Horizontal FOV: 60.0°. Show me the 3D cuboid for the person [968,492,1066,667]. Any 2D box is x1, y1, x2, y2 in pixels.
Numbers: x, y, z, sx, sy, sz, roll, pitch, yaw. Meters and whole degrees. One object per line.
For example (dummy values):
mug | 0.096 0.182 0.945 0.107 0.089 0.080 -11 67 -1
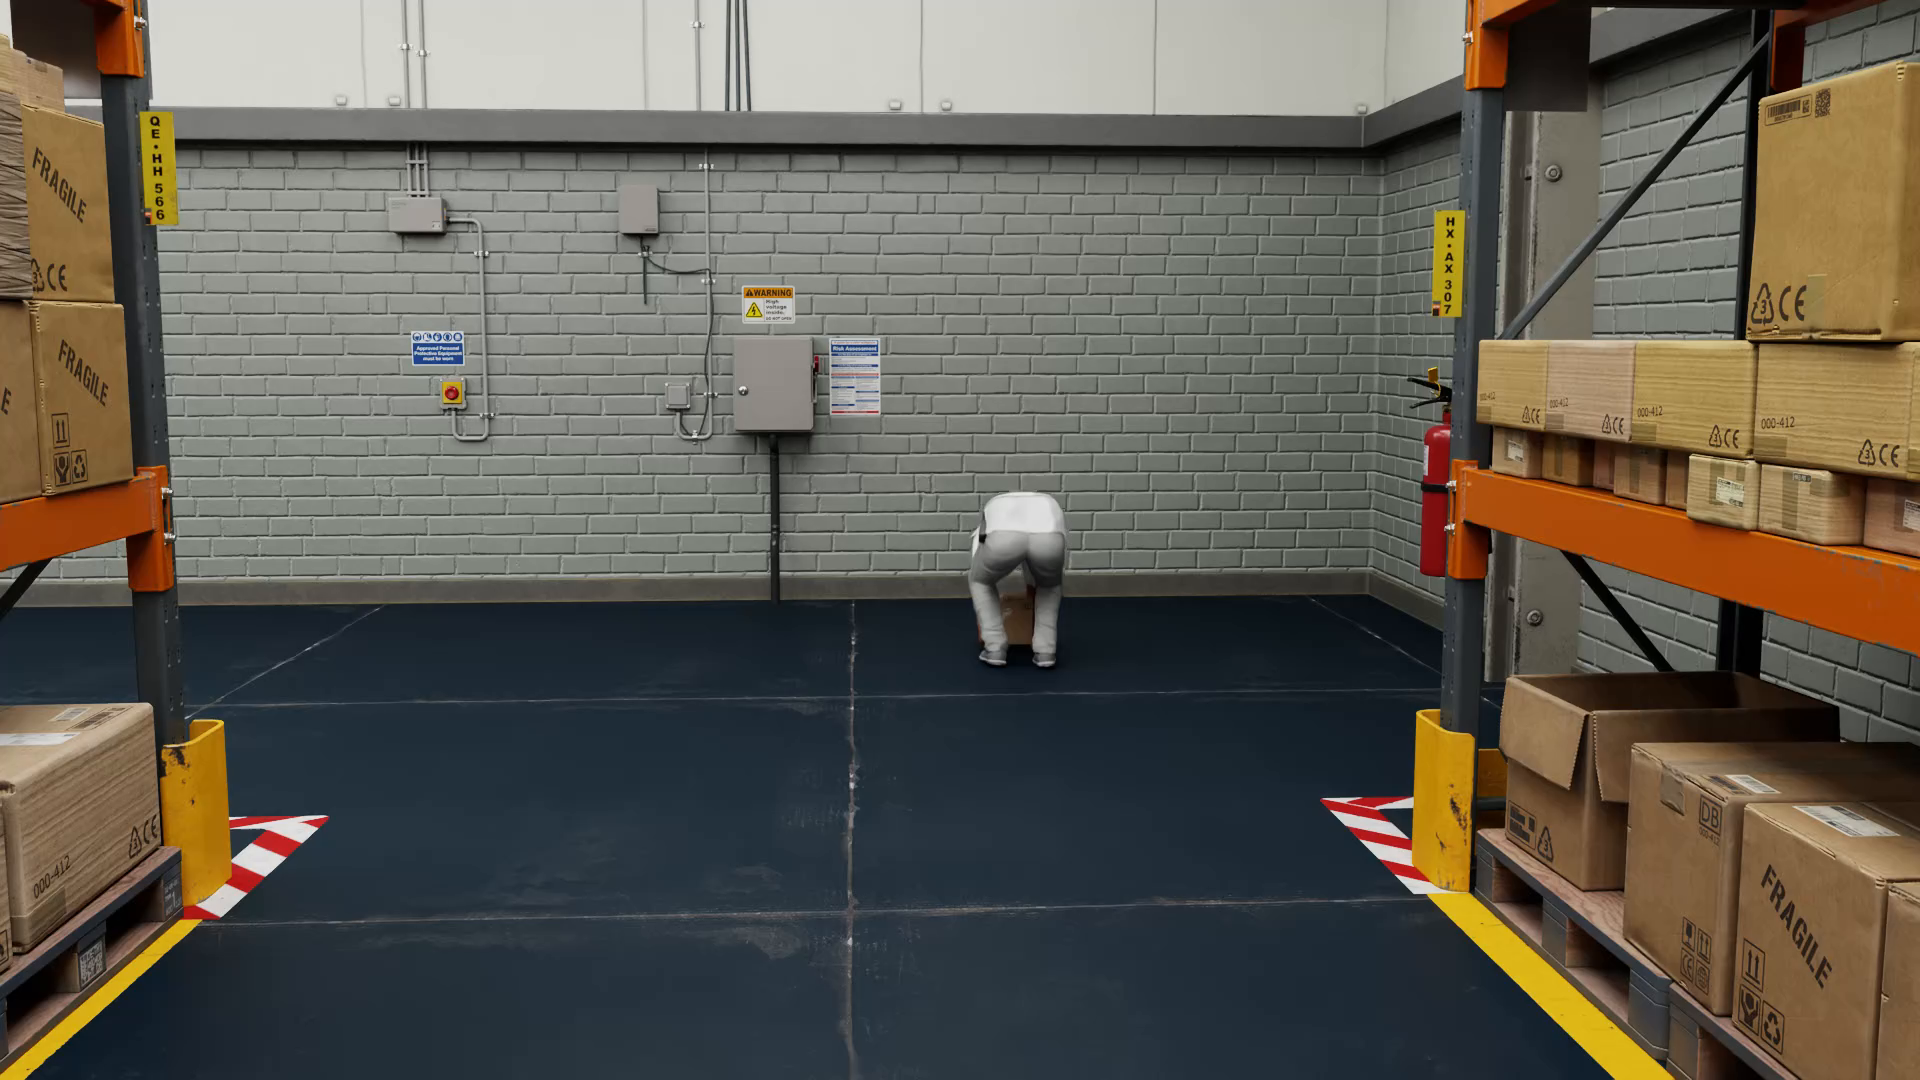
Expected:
person | 0.293 0.187 8.817 0.504 0.914 0.935 -1 7 -6
